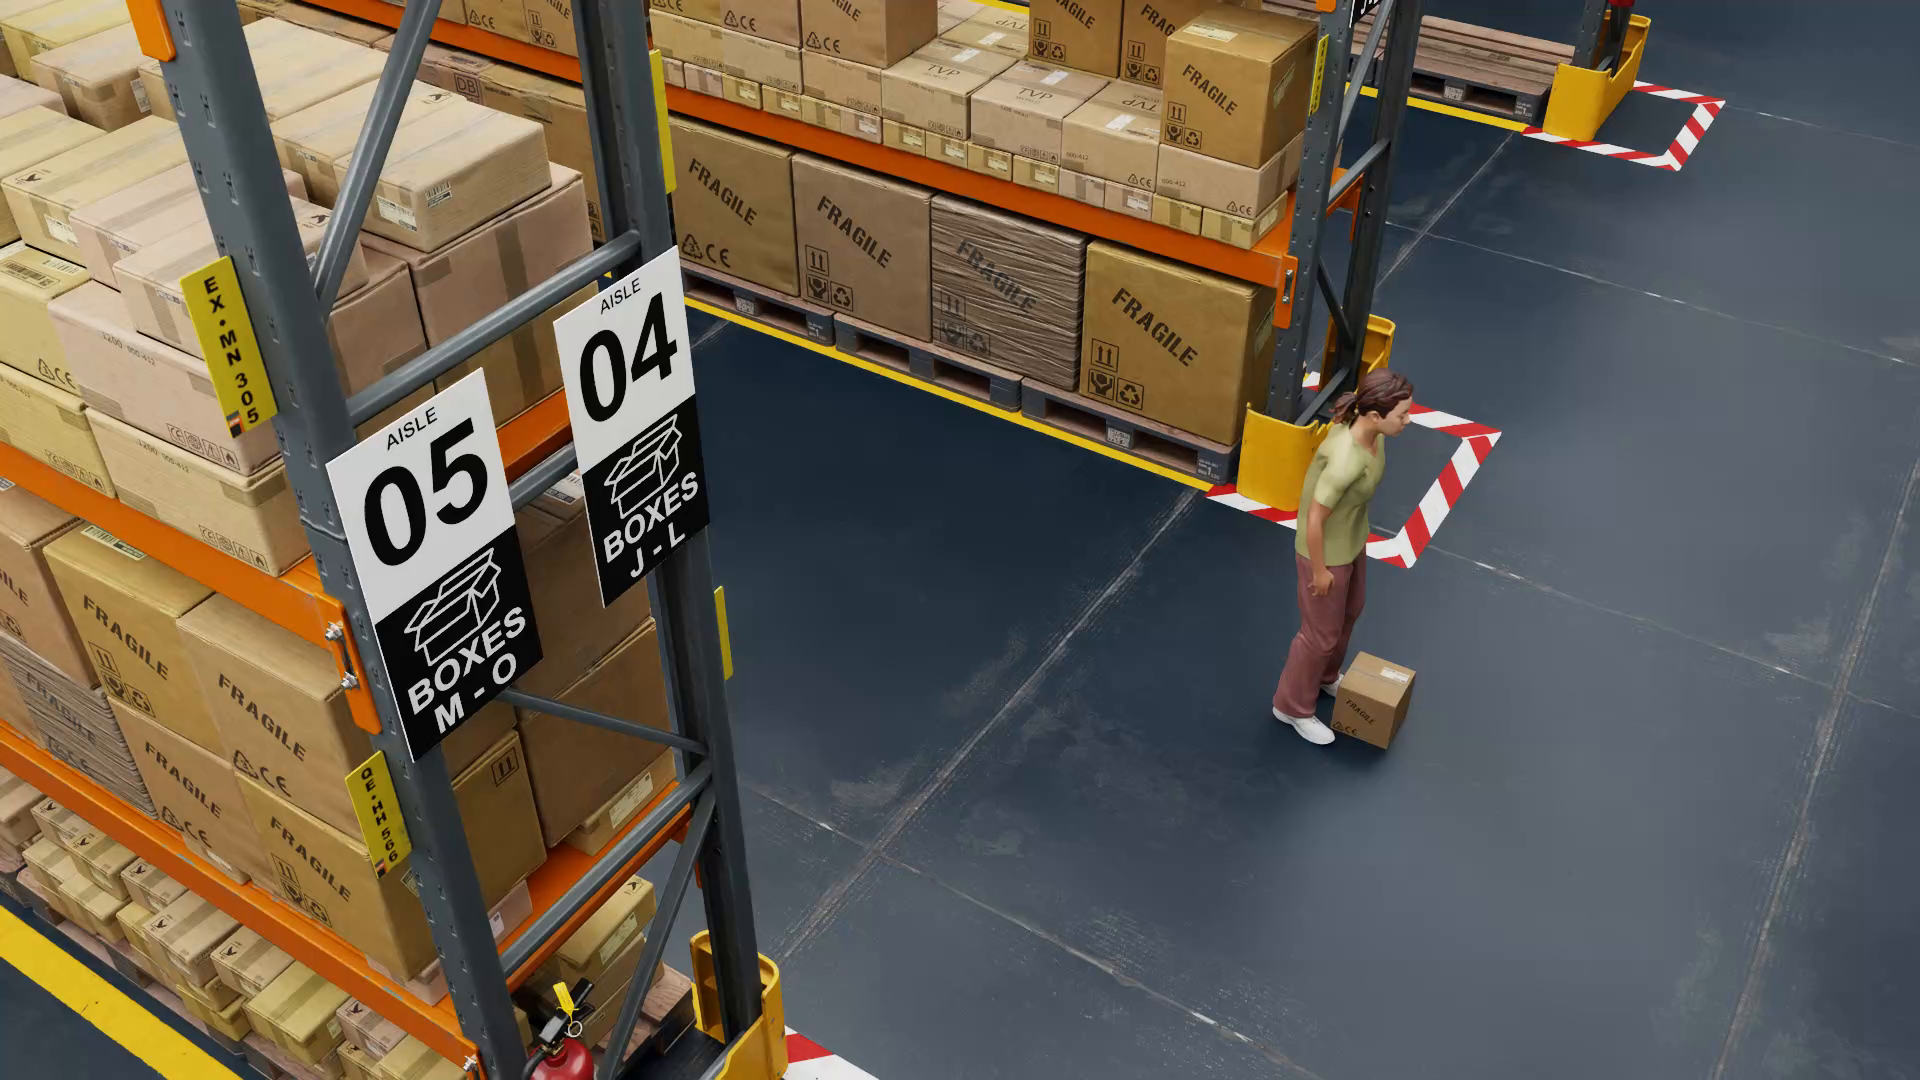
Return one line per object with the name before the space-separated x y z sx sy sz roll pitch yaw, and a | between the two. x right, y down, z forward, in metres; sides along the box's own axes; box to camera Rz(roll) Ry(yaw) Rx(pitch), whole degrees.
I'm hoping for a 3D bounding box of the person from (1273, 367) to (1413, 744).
person | 1.520 0.036 6.637 0.364 1.671 0.508 19 42 23
